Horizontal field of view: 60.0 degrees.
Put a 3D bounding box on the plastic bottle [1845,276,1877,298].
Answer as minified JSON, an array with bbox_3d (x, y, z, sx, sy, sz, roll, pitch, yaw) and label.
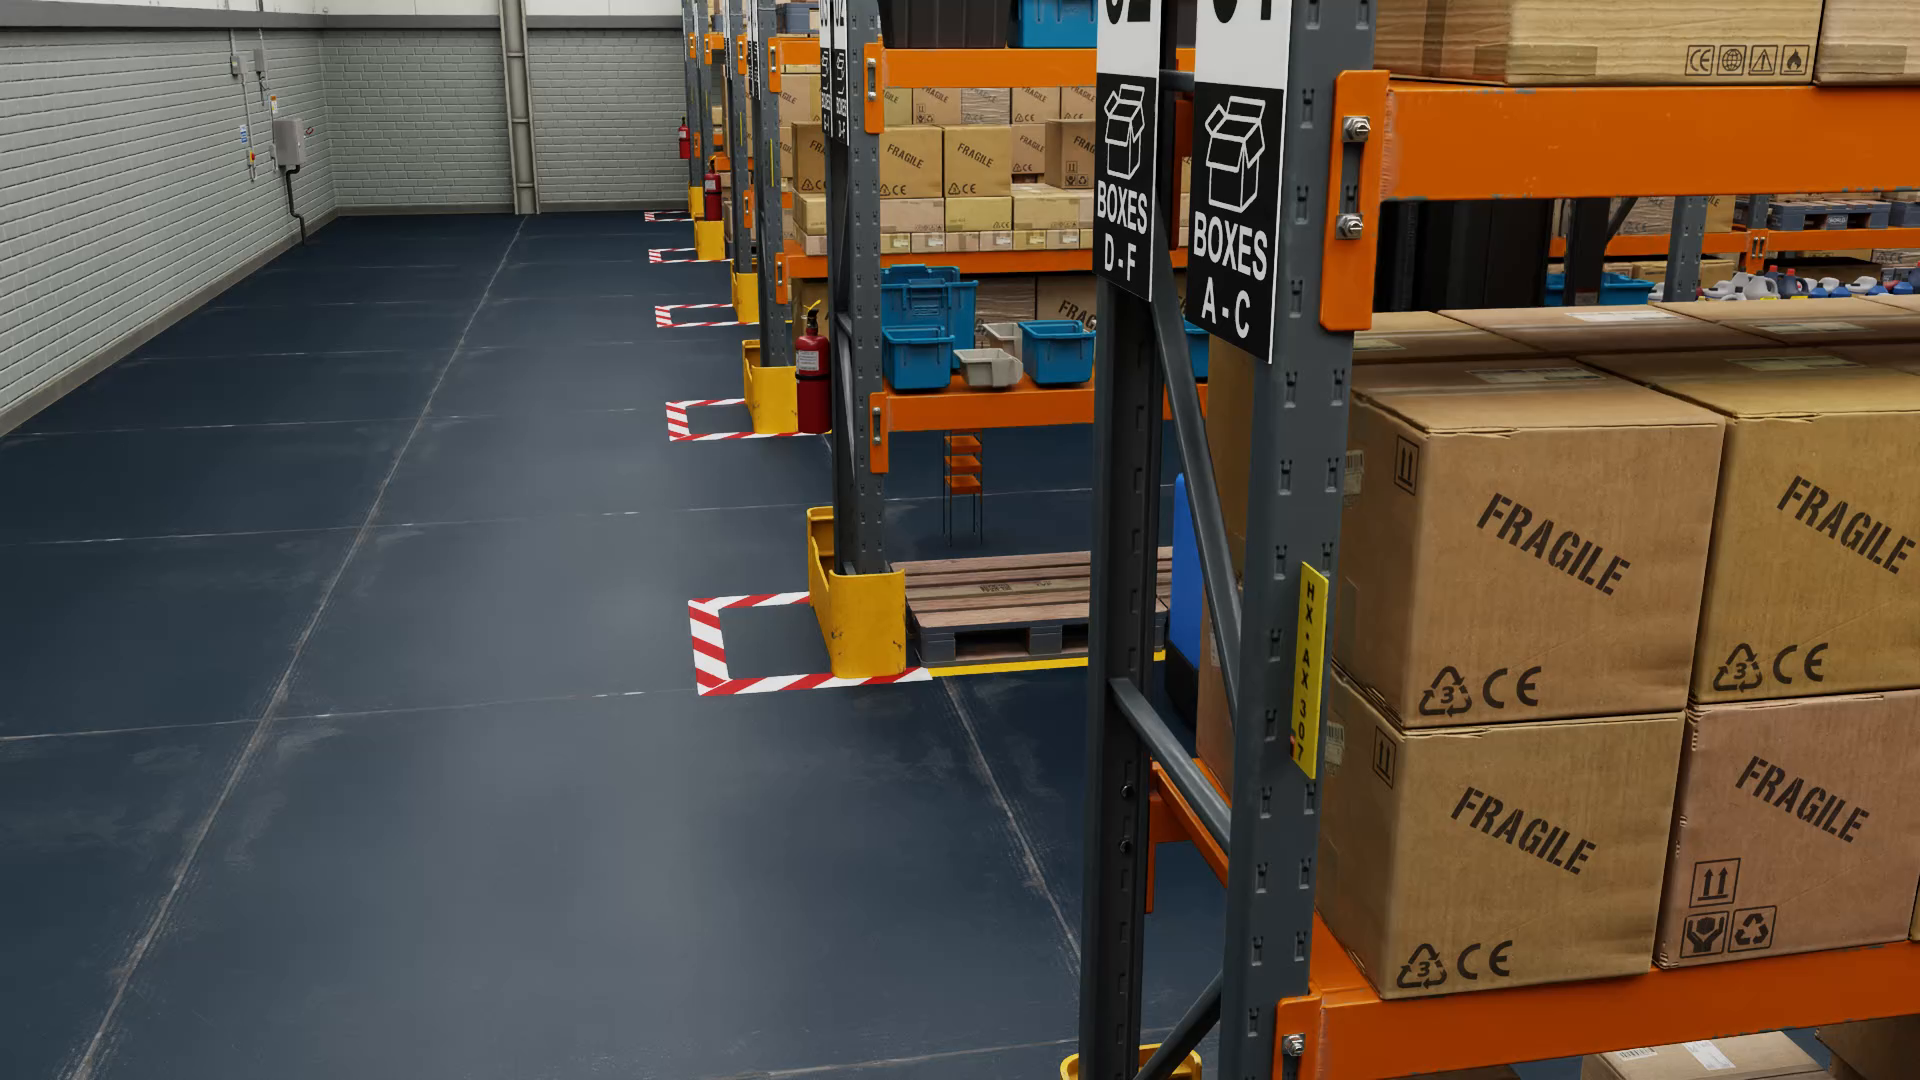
[{"bbox_3d":[4.965,-1.316,9.200,0.135,0.276,0.152,-3,17,-10],"label":"plastic bottle"}]

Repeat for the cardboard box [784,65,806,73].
[{"bbox_3d":[-2.144,-6.066,21.474,0.250,0.149,0.380,-4,17,-12],"label":"cardboard box"}]

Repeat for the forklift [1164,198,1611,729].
[{"bbox_3d":[2.477,-0.623,6.849,3.031,2.935,1.130,-3,17,-10],"label":"forklift"}]

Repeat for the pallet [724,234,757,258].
[{"bbox_3d":[-2.551,-3.988,22.435,1.213,0.211,1.003,-3,17,-10],"label":"pallet"}]

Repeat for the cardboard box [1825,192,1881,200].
[{"bbox_3d":[7.465,-3.192,14.211,0.500,0.500,0.700,-1,17,-2],"label":"cardboard box"}]

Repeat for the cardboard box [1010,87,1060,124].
[{"bbox_3d":[0.728,-4.588,17.262,0.500,0.500,0.500,-4,17,-12],"label":"cardboard box"}]

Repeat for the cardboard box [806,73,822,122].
[{"bbox_3d":[-1.298,-4.479,16.904,0.500,0.500,0.500,-3,17,-9],"label":"cardboard box"}]

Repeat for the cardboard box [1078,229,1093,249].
[{"bbox_3d":[0.987,-2.316,12.672,0.250,0.149,0.380,-4,17,-11],"label":"cardboard box"}]

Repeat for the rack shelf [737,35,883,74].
[{"bbox_3d":[-0.319,-5.034,17.208,4.000,0.370,1.077,-3,17,-10],"label":"rack shelf"}]

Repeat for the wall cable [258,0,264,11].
[{"bbox_3d":[-9.484,-8.763,22.953,0.133,3.039,2.988,-3,17,-10],"label":"wall cable"}]

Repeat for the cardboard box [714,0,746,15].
[{"bbox_3d":[-2.896,-6.915,21.479,0.500,0.250,0.500,-5,18,-16],"label":"cardboard box"}]

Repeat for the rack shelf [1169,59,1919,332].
[{"bbox_3d":[2.398,-0.742,3.236,4.000,0.370,1.077,-3,17,-10],"label":"rack shelf"}]

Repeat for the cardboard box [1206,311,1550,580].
[{"bbox_3d":[0.819,-0.171,3.385,0.500,0.500,0.500,-3,17,-11],"label":"cardboard box"}]

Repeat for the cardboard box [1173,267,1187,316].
[{"bbox_3d":[1.823,-1.791,13.437,0.875,0.875,0.875,-3,17,-10],"label":"cardboard box"}]

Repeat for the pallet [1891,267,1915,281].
[{"bbox_3d":[11.461,-3.256,20.054,1.213,0.211,1.003,-3,17,-10],"label":"pallet"}]

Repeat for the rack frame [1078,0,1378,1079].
[{"bbox_3d":[0.435,0.460,3.205,0.053,2.616,0.949,-3,17,-10],"label":"rack frame"}]

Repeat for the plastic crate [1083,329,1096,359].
[{"bbox_3d":[0.552,-0.981,8.244,0.243,0.136,0.396,-3,17,-10],"label":"plastic crate"}]

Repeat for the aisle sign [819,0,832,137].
[{"bbox_3d":[-0.628,-2.292,7.738,0.004,0.787,0.394,-3,17,-10],"label":"aisle sign"}]

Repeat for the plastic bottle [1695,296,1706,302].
[{"bbox_3d":[4.003,-1.216,9.001,0.097,0.201,0.097,0,17,0],"label":"plastic bottle"}]

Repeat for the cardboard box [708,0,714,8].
[{"bbox_3d":[-3.783,-8.380,25.775,0.500,0.250,0.500,-3,17,-11],"label":"cardboard box"}]

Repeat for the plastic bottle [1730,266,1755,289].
[{"bbox_3d":[4.266,-1.314,9.064,0.185,0.351,0.144,-3,17,-10],"label":"plastic bottle"}]

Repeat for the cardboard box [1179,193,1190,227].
[{"bbox_3d":[1.595,-2.560,12.787,0.500,0.250,0.500,-3,17,-9],"label":"cardboard box"}]

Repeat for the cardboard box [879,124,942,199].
[{"bbox_3d":[-0.428,-2.802,12.299,0.500,0.500,0.500,-4,17,-12],"label":"cardboard box"}]

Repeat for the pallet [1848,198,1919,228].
[{"bbox_3d":[8.349,-2.873,14.383,1.213,0.211,1.003,-3,17,-10],"label":"pallet"}]

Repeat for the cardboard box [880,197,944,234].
[{"bbox_3d":[-0.410,-2.447,12.419,0.500,0.250,0.500,-3,17,-11],"label":"cardboard box"}]

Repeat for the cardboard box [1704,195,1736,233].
[{"bbox_3d":[5.976,-2.791,13.620,0.500,0.500,0.500,-3,17,-9],"label":"cardboard box"}]

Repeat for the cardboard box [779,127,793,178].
[{"bbox_3d":[-1.790,-3.968,16.944,0.500,0.500,0.500,-2,17,-8],"label":"cardboard box"}]

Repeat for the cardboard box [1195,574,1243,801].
[{"bbox_3d":[0.822,0.308,3.530,0.500,0.500,0.500,-3,17,-9],"label":"cardboard box"}]

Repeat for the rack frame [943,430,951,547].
[{"bbox_3d":[-0.076,-0.569,9.622,0.006,1.200,0.240,-3,17,-10],"label":"rack frame"}]

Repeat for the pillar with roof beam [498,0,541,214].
[{"bbox_3d":[-6.268,-8.421,21.901,0.400,9.000,9.100,-3,17,-10],"label":"pillar with roof beam"}]

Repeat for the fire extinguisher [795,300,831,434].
[{"bbox_3d":[-0.736,-0.876,8.323,0.183,0.674,0.296,-3,17,-10],"label":"fire extinguisher"}]

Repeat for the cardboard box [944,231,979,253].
[{"bbox_3d":[-0.022,-2.259,12.486,0.250,0.149,0.380,-4,17,-12],"label":"cardboard box"}]

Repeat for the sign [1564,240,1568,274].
[{"bbox_3d":[3.323,-1.483,9.059,0.005,0.325,0.100,-3,17,-10],"label":"sign"}]

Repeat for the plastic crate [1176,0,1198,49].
[{"bbox_3d":[1.051,-2.379,7.445,0.767,0.338,0.504,-3,17,-10],"label":"plastic crate"}]

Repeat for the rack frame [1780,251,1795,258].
[{"bbox_3d":[9.499,-4.501,19.356,0.127,3.000,1.000,-3,17,-10],"label":"rack frame"}]

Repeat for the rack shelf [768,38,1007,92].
[{"bbox_3d":[0.522,-3.598,12.534,4.000,0.370,1.077,-3,17,-10],"label":"rack shelf"}]

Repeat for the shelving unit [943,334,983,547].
[{"bbox_3d":[0.014,-0.574,9.638,0.189,1.200,0.258,-3,17,-10],"label":"shelving unit"}]

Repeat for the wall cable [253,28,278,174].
[{"bbox_3d":[-9.134,-5.827,21.943,0.122,1.984,0.588,-3,17,-10],"label":"wall cable"}]

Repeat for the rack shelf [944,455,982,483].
[{"bbox_3d":[0.014,-0.417,9.687,0.180,0.103,0.258,-3,17,-10],"label":"rack shelf"}]

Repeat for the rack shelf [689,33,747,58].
[{"bbox_3d":[-2.303,-7.886,26.493,4.000,0.370,1.077,-3,17,-10],"label":"rack shelf"}]

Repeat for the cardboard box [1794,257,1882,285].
[{"bbox_3d":[7.584,-2.295,14.405,0.500,0.250,0.500,-1,17,-4],"label":"cardboard box"}]

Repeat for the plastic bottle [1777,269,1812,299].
[{"bbox_3d":[4.475,-1.282,8.962,0.185,0.351,0.144,-3,17,-10],"label":"plastic bottle"}]

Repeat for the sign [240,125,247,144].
[{"bbox_3d":[-8.904,-5.045,20.667,0.001,0.218,0.327,-3,17,-10],"label":"sign"}]

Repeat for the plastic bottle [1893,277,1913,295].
[{"bbox_3d":[5.216,-1.318,9.215,0.097,0.271,0.097,0,17,0],"label":"plastic bottle"}]

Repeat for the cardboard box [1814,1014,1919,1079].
[{"bbox_3d":[2.518,1.326,3.890,0.637,0.503,0.797,-3,17,-10],"label":"cardboard box"}]

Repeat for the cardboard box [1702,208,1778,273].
[{"bbox_3d":[8.907,-3.565,19.428,0.750,0.750,1.050,-3,17,-11],"label":"cardboard box"}]

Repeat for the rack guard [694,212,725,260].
[{"bbox_3d":[-3.345,-4.057,22.170,0.348,0.500,1.175,-3,17,-10],"label":"rack guard"}]

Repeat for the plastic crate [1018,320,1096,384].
[{"bbox_3d":[0.450,-0.873,7.728,0.300,0.233,0.416,-3,17,-10],"label":"plastic crate"}]

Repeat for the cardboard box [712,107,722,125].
[{"bbox_3d":[-3.770,-6.702,26.273,0.500,0.250,0.500,-3,17,-10],"label":"cardboard box"}]

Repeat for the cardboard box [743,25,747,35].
[{"bbox_3d":[-3.402,-7.980,26.004,0.250,0.149,0.380,-3,17,-10],"label":"cardboard box"}]

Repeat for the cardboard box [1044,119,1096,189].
[{"bbox_3d":[0.972,-3.040,13.072,0.500,0.500,0.500,-4,17,-12],"label":"cardboard box"}]

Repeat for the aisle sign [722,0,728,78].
[{"bbox_3d":[-2.412,-5.157,17.066,0.004,0.787,0.394,-3,17,-10],"label":"aisle sign"}]

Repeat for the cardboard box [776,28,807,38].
[{"bbox_3d":[-1.794,-5.146,16.603,0.500,0.250,0.500,-3,17,-8],"label":"cardboard box"}]

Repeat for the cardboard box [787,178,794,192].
[{"bbox_3d":[-1.661,-3.662,17.053,0.250,0.149,0.380,-3,17,-8],"label":"cardboard box"}]

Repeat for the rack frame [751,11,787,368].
[{"bbox_3d":[-1.441,-2.397,12.506,0.127,3.000,1.000,-3,17,-10],"label":"rack frame"}]

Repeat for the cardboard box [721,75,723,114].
[{"bbox_3d":[-2.893,-5.875,21.957,0.500,0.500,0.500,-3,17,-9],"label":"cardboard box"}]
